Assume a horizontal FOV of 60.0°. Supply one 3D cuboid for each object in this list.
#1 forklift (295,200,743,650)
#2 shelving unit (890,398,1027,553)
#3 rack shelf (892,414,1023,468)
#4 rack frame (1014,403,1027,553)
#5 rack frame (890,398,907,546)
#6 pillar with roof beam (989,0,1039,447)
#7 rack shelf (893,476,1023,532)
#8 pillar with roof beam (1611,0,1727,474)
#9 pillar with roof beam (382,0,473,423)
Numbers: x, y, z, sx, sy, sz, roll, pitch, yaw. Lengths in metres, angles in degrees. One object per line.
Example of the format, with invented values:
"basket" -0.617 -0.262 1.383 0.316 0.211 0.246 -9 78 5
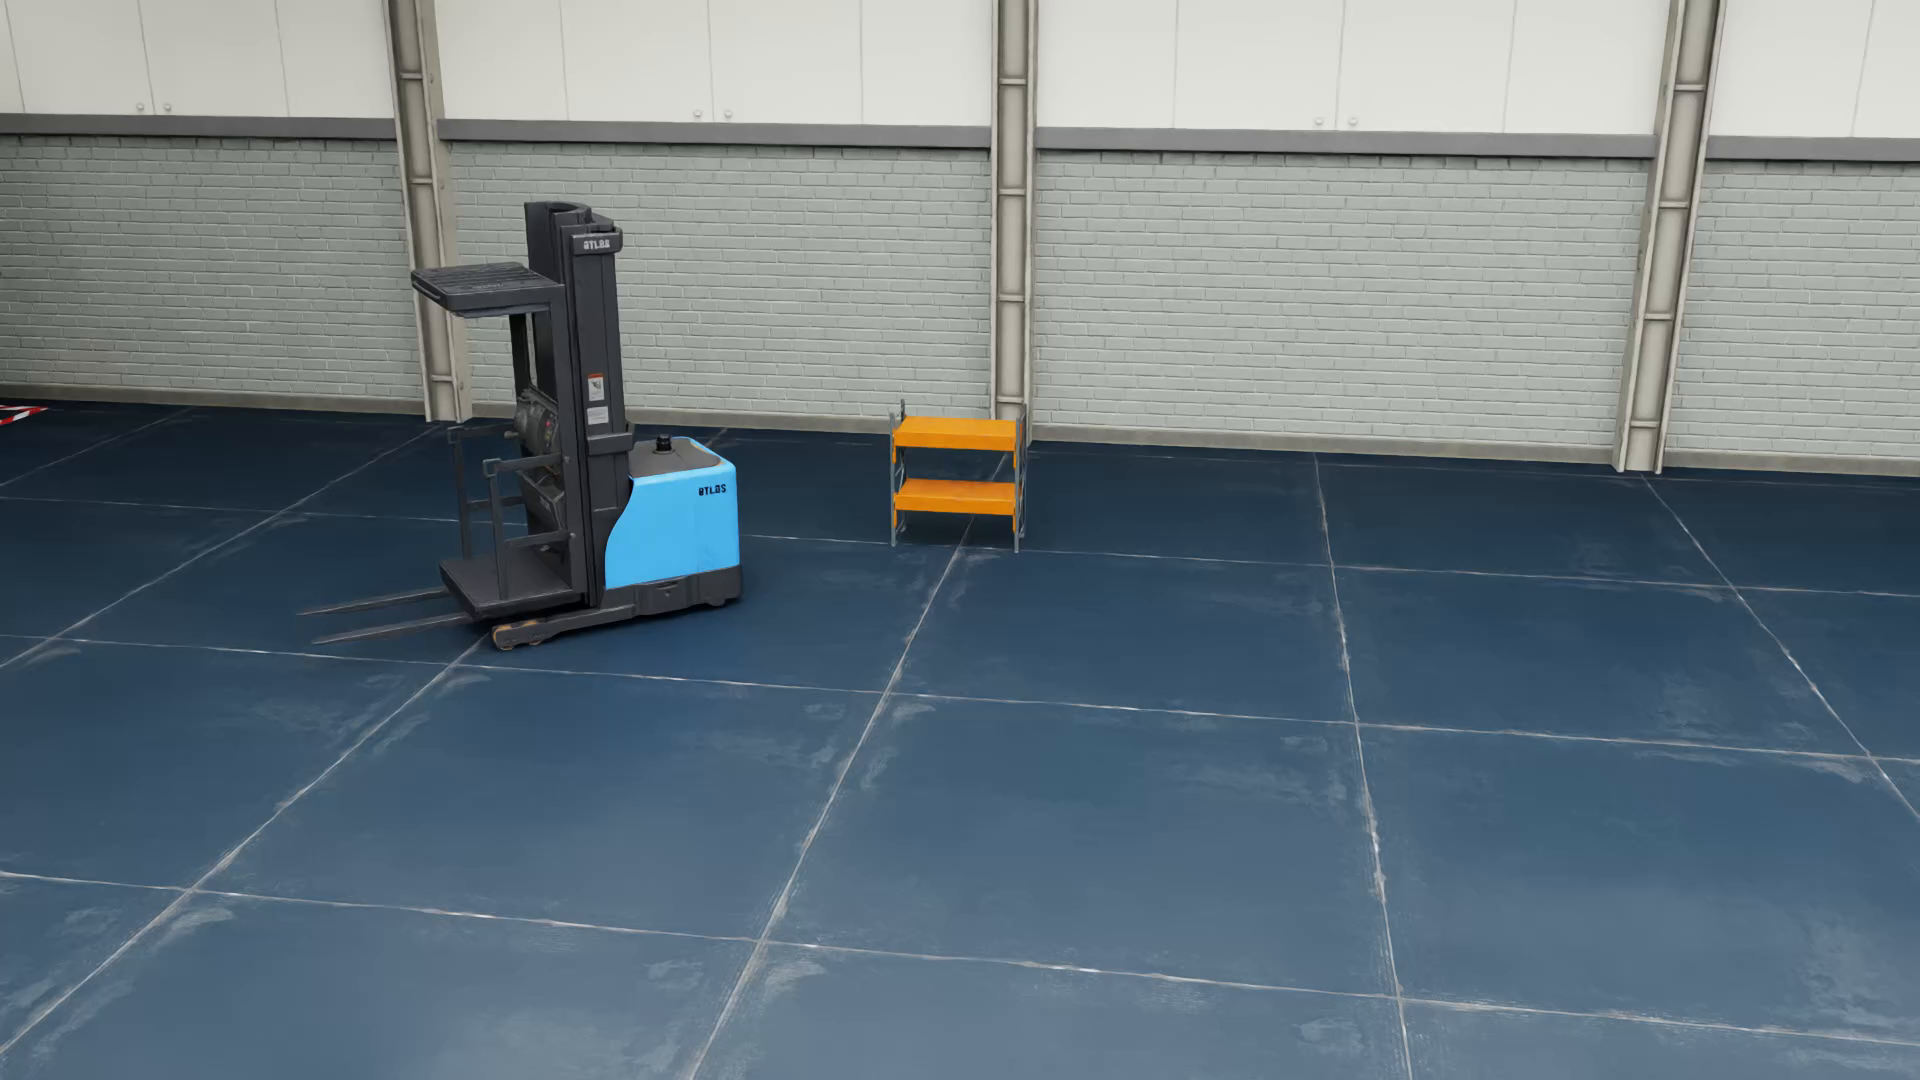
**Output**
"forklift" -3.153 -0.819 11.631 3.031 2.935 1.130 -10 21 -28
"shelving unit" -0.007 -0.534 13.626 1.048 1.125 0.538 3 19 9
"rack shelf" -0.007 -0.811 13.533 1.000 0.278 0.538 3 19 9
"rack frame" 0.495 -0.508 13.549 0.032 1.125 0.500 3 19 9
"rack frame" -0.509 -0.559 13.702 0.032 1.125 0.500 3 19 9
"pillar with roof beam" -0.169 -3.902 11.283 0.400 9.000 9.100 3 19 9
"rack shelf" -0.007 -0.302 13.703 1.000 0.278 0.538 3 19 9
"pillar with roof beam" 5.755 -3.600 10.380 0.400 9.000 9.100 3 19 9
"pillar with roof beam" -6.094 -4.204 12.185 0.400 9.000 9.100 3 19 9
